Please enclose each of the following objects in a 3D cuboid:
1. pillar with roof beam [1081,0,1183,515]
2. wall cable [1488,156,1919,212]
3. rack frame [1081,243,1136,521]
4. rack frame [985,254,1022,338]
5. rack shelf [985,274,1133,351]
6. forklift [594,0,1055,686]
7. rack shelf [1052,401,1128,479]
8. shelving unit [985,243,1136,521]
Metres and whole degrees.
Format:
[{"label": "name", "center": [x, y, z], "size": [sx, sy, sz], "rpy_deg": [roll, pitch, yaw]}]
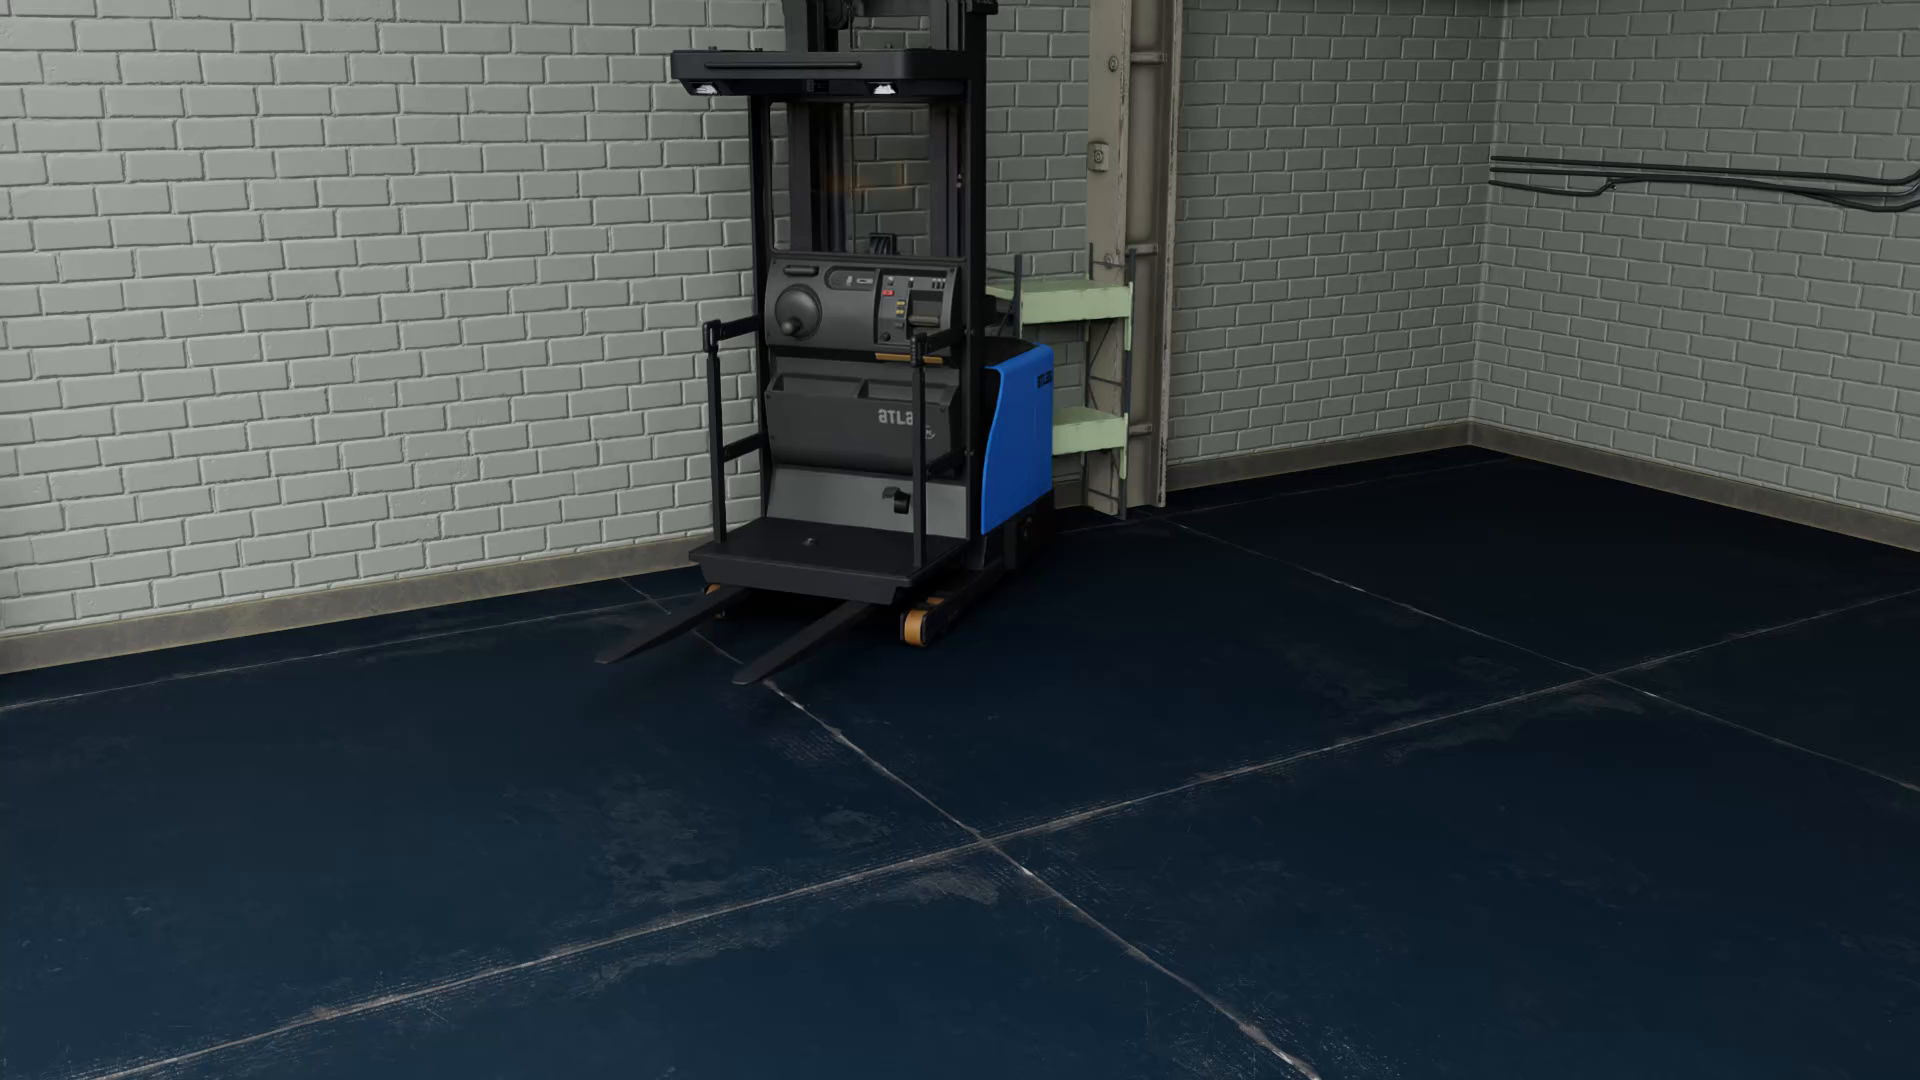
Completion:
[{"label": "pillar with roof beam", "center": [3.161, -3.541, 4.869], "size": [0.400, 9.000, 9.100], "rpy_deg": [-9, 18, -30]}, {"label": "wall cable", "center": [4.150, -3.145, 9.211], "size": [0.112, 2.526, 3.097], "rpy_deg": [-9, 18, -30]}, {"label": "rack frame", "center": [0.823, -0.878, 9.252], "size": [0.023, 1.500, 0.400], "rpy_deg": [-8, 18, -30]}, {"label": "rack frame", "center": [0.196, -0.786, 8.885], "size": [0.023, 1.500, 0.400], "rpy_deg": [-8, 18, -30]}, {"label": "rack shelf", "center": [0.514, -1.209, 8.966], "size": [0.720, 0.370, 0.431], "rpy_deg": [-8, 18, -30]}, {"label": "forklift", "center": [-0.531, -1.073, 7.308], "size": [1.130, 2.935, 3.031], "rpy_deg": [6, 17, 21]}, {"label": "rack shelf", "center": [0.506, -0.518, 9.154], "size": [0.720, 0.370, 0.431], "rpy_deg": [-8, 18, -30]}, {"label": "shelving unit", "center": [0.510, -0.832, 9.069], "size": [0.755, 1.500, 0.431], "rpy_deg": [-8, 18, -30]}]
